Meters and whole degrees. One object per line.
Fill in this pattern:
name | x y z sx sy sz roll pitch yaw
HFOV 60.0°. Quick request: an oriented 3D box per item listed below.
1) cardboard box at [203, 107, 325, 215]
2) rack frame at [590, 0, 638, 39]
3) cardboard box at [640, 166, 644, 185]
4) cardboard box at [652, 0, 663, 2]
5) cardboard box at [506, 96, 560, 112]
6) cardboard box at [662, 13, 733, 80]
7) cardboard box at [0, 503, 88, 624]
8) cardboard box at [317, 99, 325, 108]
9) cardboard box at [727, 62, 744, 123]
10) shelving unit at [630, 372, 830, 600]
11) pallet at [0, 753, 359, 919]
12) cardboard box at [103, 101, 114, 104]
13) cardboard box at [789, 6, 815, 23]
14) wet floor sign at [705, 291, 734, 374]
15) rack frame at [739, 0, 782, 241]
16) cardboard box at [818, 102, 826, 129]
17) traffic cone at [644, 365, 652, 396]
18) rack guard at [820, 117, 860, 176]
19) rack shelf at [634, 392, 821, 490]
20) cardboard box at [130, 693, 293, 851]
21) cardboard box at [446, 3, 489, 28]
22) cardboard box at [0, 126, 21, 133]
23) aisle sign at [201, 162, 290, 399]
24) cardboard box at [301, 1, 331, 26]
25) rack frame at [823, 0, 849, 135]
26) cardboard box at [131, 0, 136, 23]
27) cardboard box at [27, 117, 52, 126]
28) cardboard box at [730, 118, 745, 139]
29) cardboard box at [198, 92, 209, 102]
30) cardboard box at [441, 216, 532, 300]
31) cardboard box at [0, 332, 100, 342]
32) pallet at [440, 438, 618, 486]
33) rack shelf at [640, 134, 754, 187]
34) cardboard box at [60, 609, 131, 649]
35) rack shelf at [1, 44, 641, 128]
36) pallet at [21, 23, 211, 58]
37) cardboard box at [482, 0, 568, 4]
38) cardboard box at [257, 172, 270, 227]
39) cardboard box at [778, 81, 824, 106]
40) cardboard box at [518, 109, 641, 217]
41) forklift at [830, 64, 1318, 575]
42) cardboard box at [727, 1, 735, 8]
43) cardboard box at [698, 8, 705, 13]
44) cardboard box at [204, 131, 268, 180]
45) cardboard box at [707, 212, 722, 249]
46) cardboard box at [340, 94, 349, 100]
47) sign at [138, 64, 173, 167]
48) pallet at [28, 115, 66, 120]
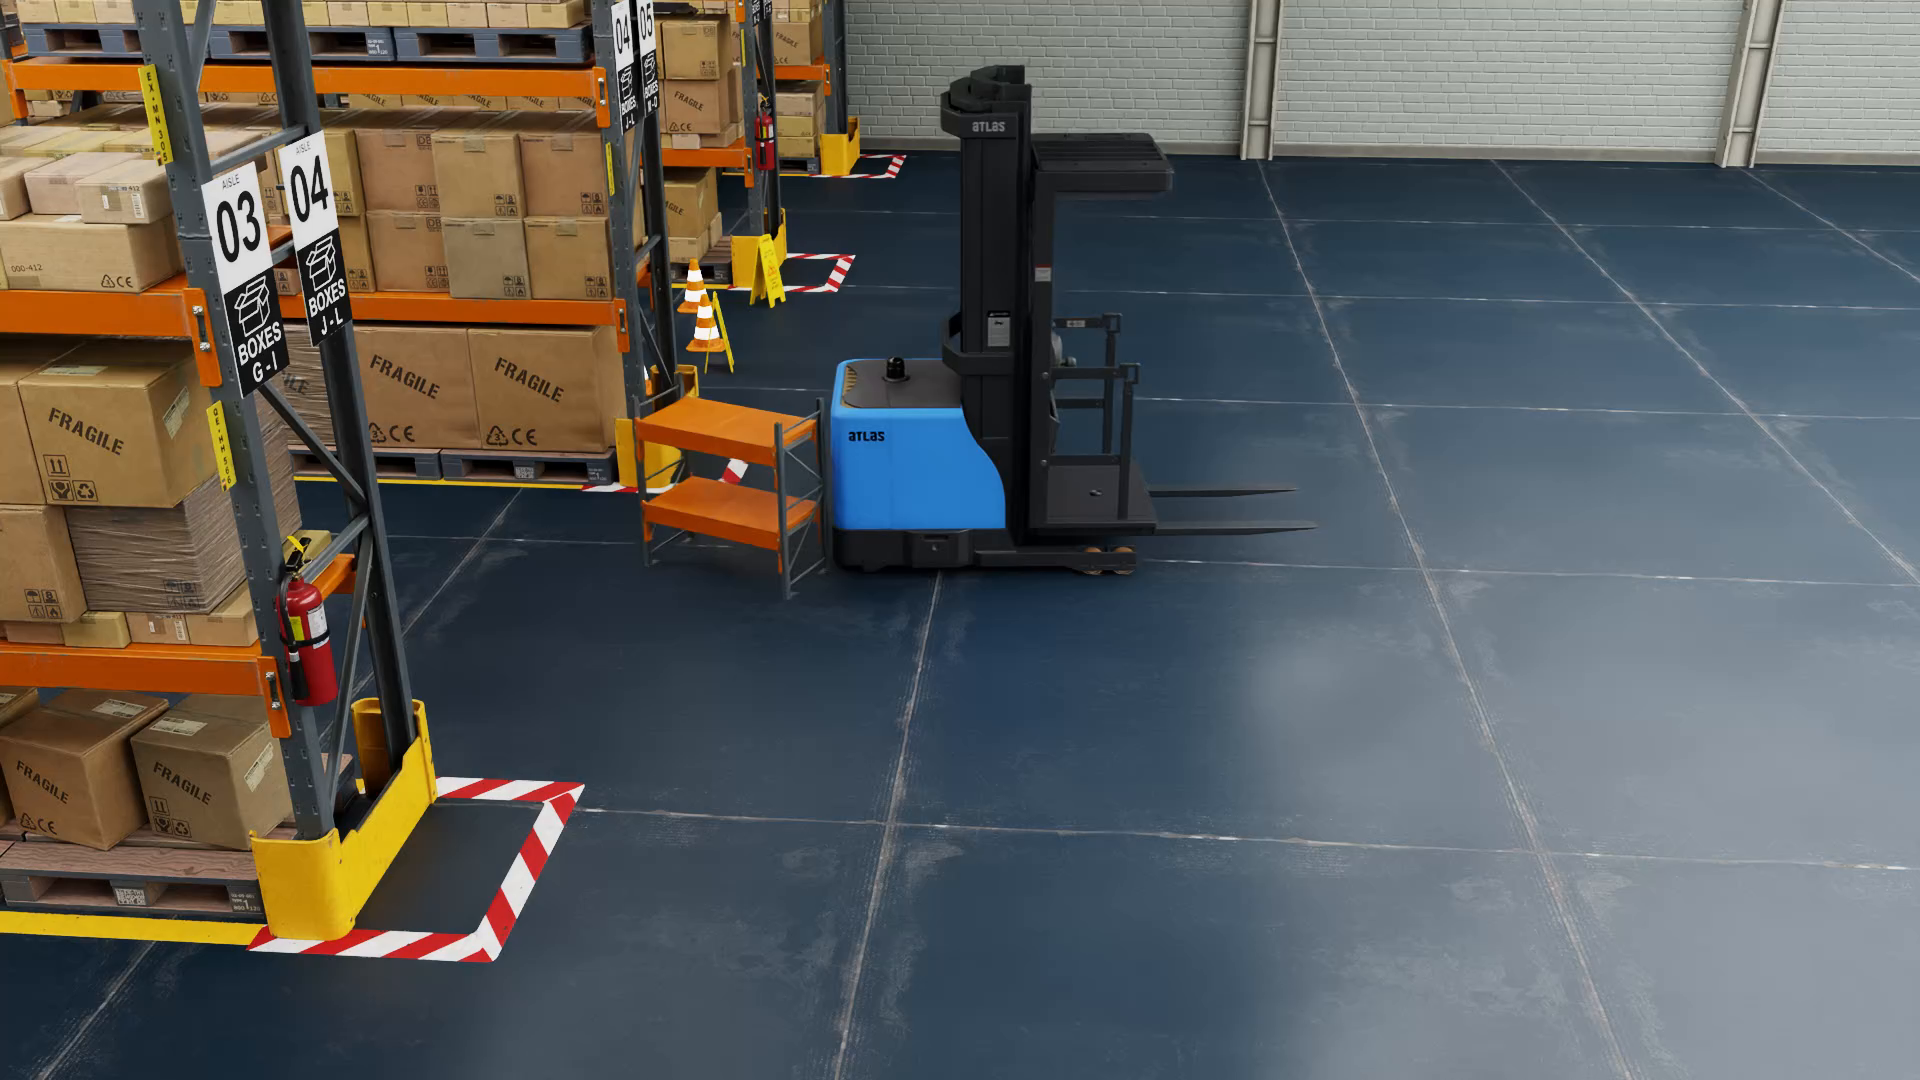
cardboard box | -4.724 -2.587 11.314 0.550 0.550 0.875 2 25 4
rack frame | -2.187 -4.696 10.190 0.127 3.000 1.000 2 25 4
cardboard box | -3.098 -3.515 15.914 0.250 0.149 0.380 3 25 6
cardboard box | -3.685 -6.567 20.181 0.250 0.149 0.380 2 25 4
cardboard box | -3.972 -4.180 15.769 0.500 0.500 0.500 2 25 5
cardboard box | -2.434 -4.597 15.481 0.500 0.500 0.700 1 25 3
cardboard box | -3.721 -0.082 6.865 0.500 0.500 0.875 2 25 4
cardboard box | -6.424 -4.391 16.502 0.250 0.149 0.380 2 25 5
cardboard box | -2.359 -4.348 16.136 0.500 0.500 0.500 1 25 3
shelving unit | -1.392 -0.341 10.144 1.048 1.125 0.538 12 27 24
pallet | -3.550 1.317 7.635 1.213 0.211 1.003 2 25 4
cardboard box | -8.223 -4.245 16.186 0.250 0.149 0.380 3 25 6
cardboard box | -1.899 -6.340 20.045 0.250 0.149 0.380 2 25 5
wet floor sign | -2.006 -1.725 13.728 0.232 0.644 0.267 -2 25 -5
rack frame | -1.908 -4.037 15.935 0.127 3.000 1.000 2 25 4
cardboard box | -1.985 -5.376 21.034 0.500 0.250 0.500 2 25 5
traffic cone | -2.607 -1.427 13.298 0.334 0.463 0.336 2 25 4
rack guard | -1.508 -4.970 20.952 0.348 0.500 1.175 2 25 4
rack shelf | -1.392 -0.606 10.022 1.000 0.278 0.538 12 27 24
cardboard box | -3.288 1.011 7.452 0.500 0.500 0.500 6 25 14
cardboard box | -3.051 -3.341 10.513 0.250 0.149 0.380 2 25 5
cardboard box | -3.944 -1.541 6.624 0.250 0.149 0.380 2 25 4
aisle sign | -2.628 -0.961 6.139 0.004 0.787 0.394 2 25 4
cardboard box | -4.065 -3.374 10.584 0.250 0.149 0.380 2 25 5
rack frame | -1.532 -6.106 20.431 0.127 3.000 1.000 2 25 4
cardboard box | -5.081 -3.406 10.653 0.250 0.149 0.380 1 25 3
cardboard box | -6.670 -2.612 11.522 0.500 0.500 0.700 1 25 3
cardboard box | -2.231 -4.020 16.199 0.250 0.149 0.380 2 25 4
cardboard box | -7.383 -4.490 15.941 0.500 0.500 0.500 3 25 6
cardboard box | -3.110 -2.040 11.416 0.550 0.550 0.875 2 25 4
cardboard box | -3.693 -0.692 6.993 0.500 0.500 0.500 2 25 4
pallet | -2.990 -0.697 12.012 1.213 0.211 1.003 2 25 4
rack shelf | -3.903 -3.774 16.224 4.000 0.370 1.077 2 25 4
cardboard box | -3.469 0.290 6.833 0.250 0.149 0.380 2 25 4
rack shelf | -4.181 -3.071 11.107 4.000 0.370 1.077 2 25 4
pallet | -5.360 -3.390 11.048 1.213 0.211 1.003 2 25 4
cardboard box | -2.696 -3.536 10.459 0.500 0.250 0.500 2 25 5
cardboard box | -3.128 -1.324 6.631 0.500 0.250 0.500 3 25 6
cardboard box | -1.997 -5.596 20.914 0.500 0.250 0.500 1 25 3
cardboard box | -2.554 -2.557 11.248 0.550 0.550 0.875 2 25 4
forklift | 0.719 -1.338 10.150 3.031 2.935 1.130 0 25 -1
cardboard box | -2.659 -6.536 20.114 0.250 0.149 0.380 2 25 4
cardboard box | -3.180 -6.371 20.112 0.250 0.149 0.380 2 25 4
cardboard box | -2.924 -1.487 6.508 0.250 0.149 0.380 2 25 4
cardboard box | -2.692 -3.120 16.728 0.500 0.250 0.500 2 25 4
cardboard box | -7.564 -5.409 21.255 0.625 0.625 0.875 1 25 2
sign | -2.730 -1.441 5.645 0.005 0.325 0.100 2 25 4
pallet | -9.166 -4.227 16.578 1.003 0.211 1.213 2 25 4
